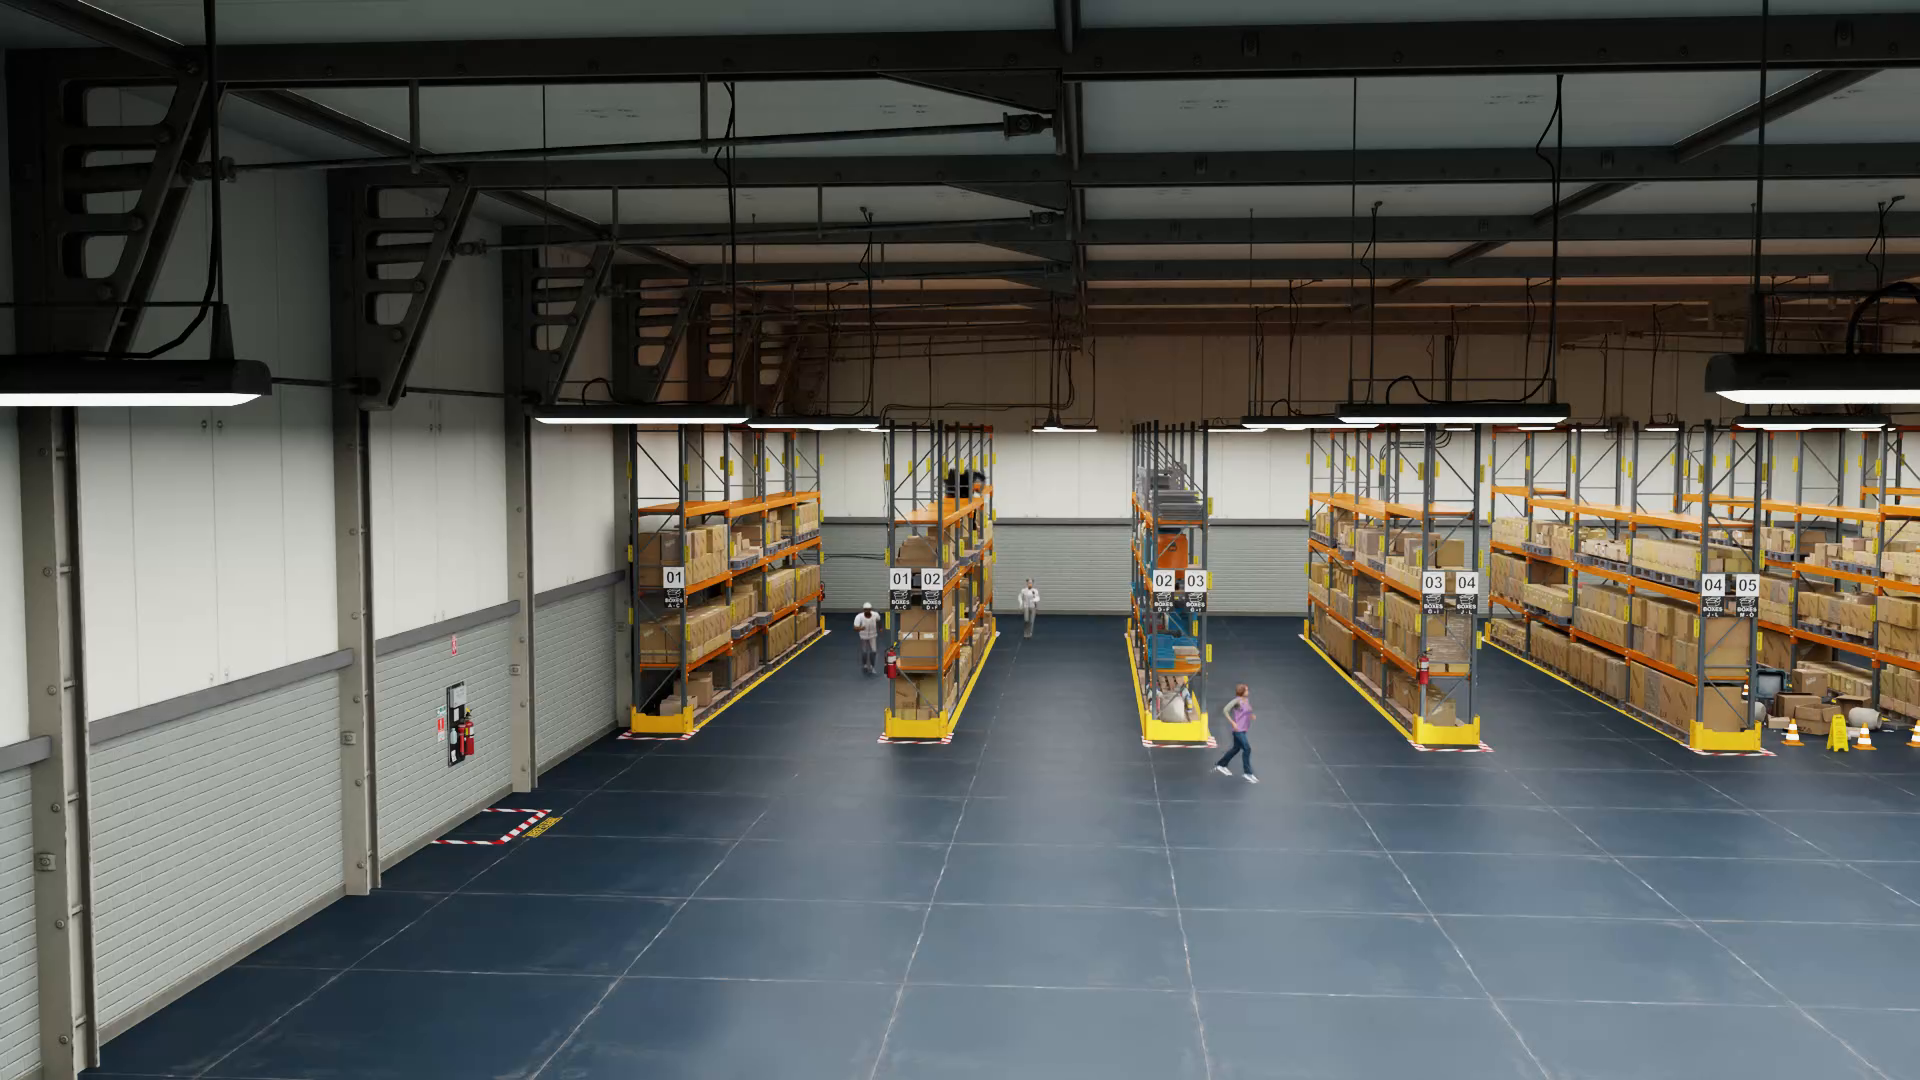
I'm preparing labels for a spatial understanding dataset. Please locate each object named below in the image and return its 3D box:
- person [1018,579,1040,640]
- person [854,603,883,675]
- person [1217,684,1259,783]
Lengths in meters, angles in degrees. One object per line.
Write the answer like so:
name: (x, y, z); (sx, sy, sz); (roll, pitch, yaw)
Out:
person: (1.943, 1.934, 46.617); (0.572, 1.712, 0.694); (0, 4, -3)
person: (-2.192, 2.328, 39.863); (0.723, 1.698, 0.978); (0, 4, -7)
person: (4.598, 3.175, 27.481); (0.767, 1.624, 0.550); (2, 4, 31)
